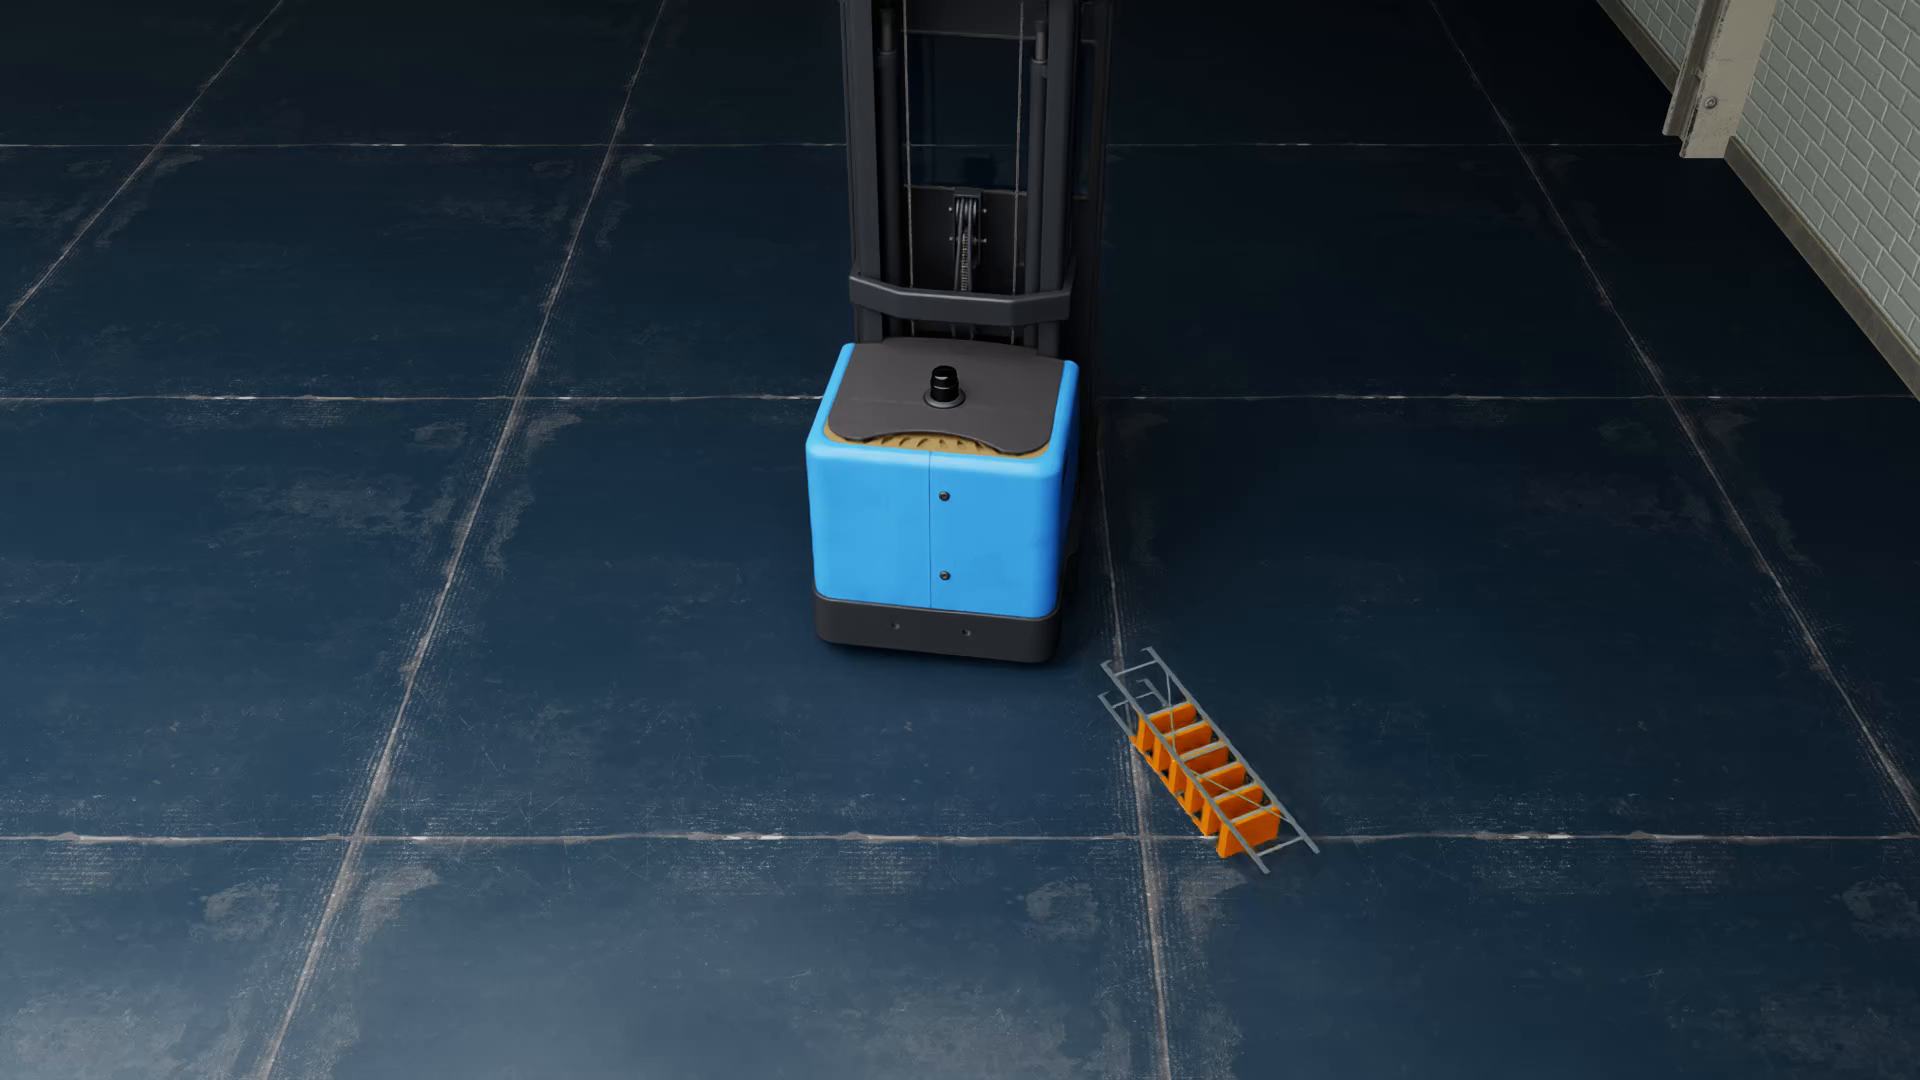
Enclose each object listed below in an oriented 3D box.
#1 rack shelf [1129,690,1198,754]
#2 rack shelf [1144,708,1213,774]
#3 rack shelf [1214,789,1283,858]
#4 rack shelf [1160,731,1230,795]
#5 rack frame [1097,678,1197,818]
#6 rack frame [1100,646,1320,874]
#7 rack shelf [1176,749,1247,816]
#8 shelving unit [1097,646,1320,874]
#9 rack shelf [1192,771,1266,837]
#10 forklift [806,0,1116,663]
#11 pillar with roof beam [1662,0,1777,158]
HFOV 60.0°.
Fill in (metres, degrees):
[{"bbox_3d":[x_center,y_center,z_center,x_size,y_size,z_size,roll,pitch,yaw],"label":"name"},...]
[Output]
[{"bbox_3d":[0.819,0.727,6.687,0.258,0.180,0.103,-17,43,-20],"label":"rack shelf"},{"bbox_3d":[0.871,0.796,6.605,0.258,0.180,0.103,-17,43,-20],"label":"rack shelf"},{"bbox_3d":[1.080,1.074,6.274,0.258,0.180,0.103,-17,43,-20],"label":"rack shelf"},{"bbox_3d":[0.923,0.866,6.522,0.258,0.180,0.103,-17,43,-20],"label":"rack shelf"},{"bbox_3d":[0.942,0.962,6.550,0.240,0.006,1.200,-17,43,-20],"label":"rack frame"},{"bbox_3d":[0.943,0.821,6.433,0.240,0.006,1.200,-17,43,-20],"label":"rack frame"},{"bbox_3d":[0.976,0.935,6.439,0.258,0.180,0.103,-17,43,-20],"label":"rack shelf"},{"bbox_3d":[0.943,0.891,6.491,0.258,0.189,1.200,-17,43,-20],"label":"shelving unit"},{"bbox_3d":[1.028,1.005,6.356,0.258,0.180,0.103,-17,43,-20],"label":"rack shelf"},{"bbox_3d":[0.103,-1.546,7.335,1.130,2.935,3.031,5,39,7],"label":"forklift"},{"bbox_3d":[0.565,-6.130,8.203,9.100,9.000,0.400,0,39,0],"label":"pillar with roof beam"}]
